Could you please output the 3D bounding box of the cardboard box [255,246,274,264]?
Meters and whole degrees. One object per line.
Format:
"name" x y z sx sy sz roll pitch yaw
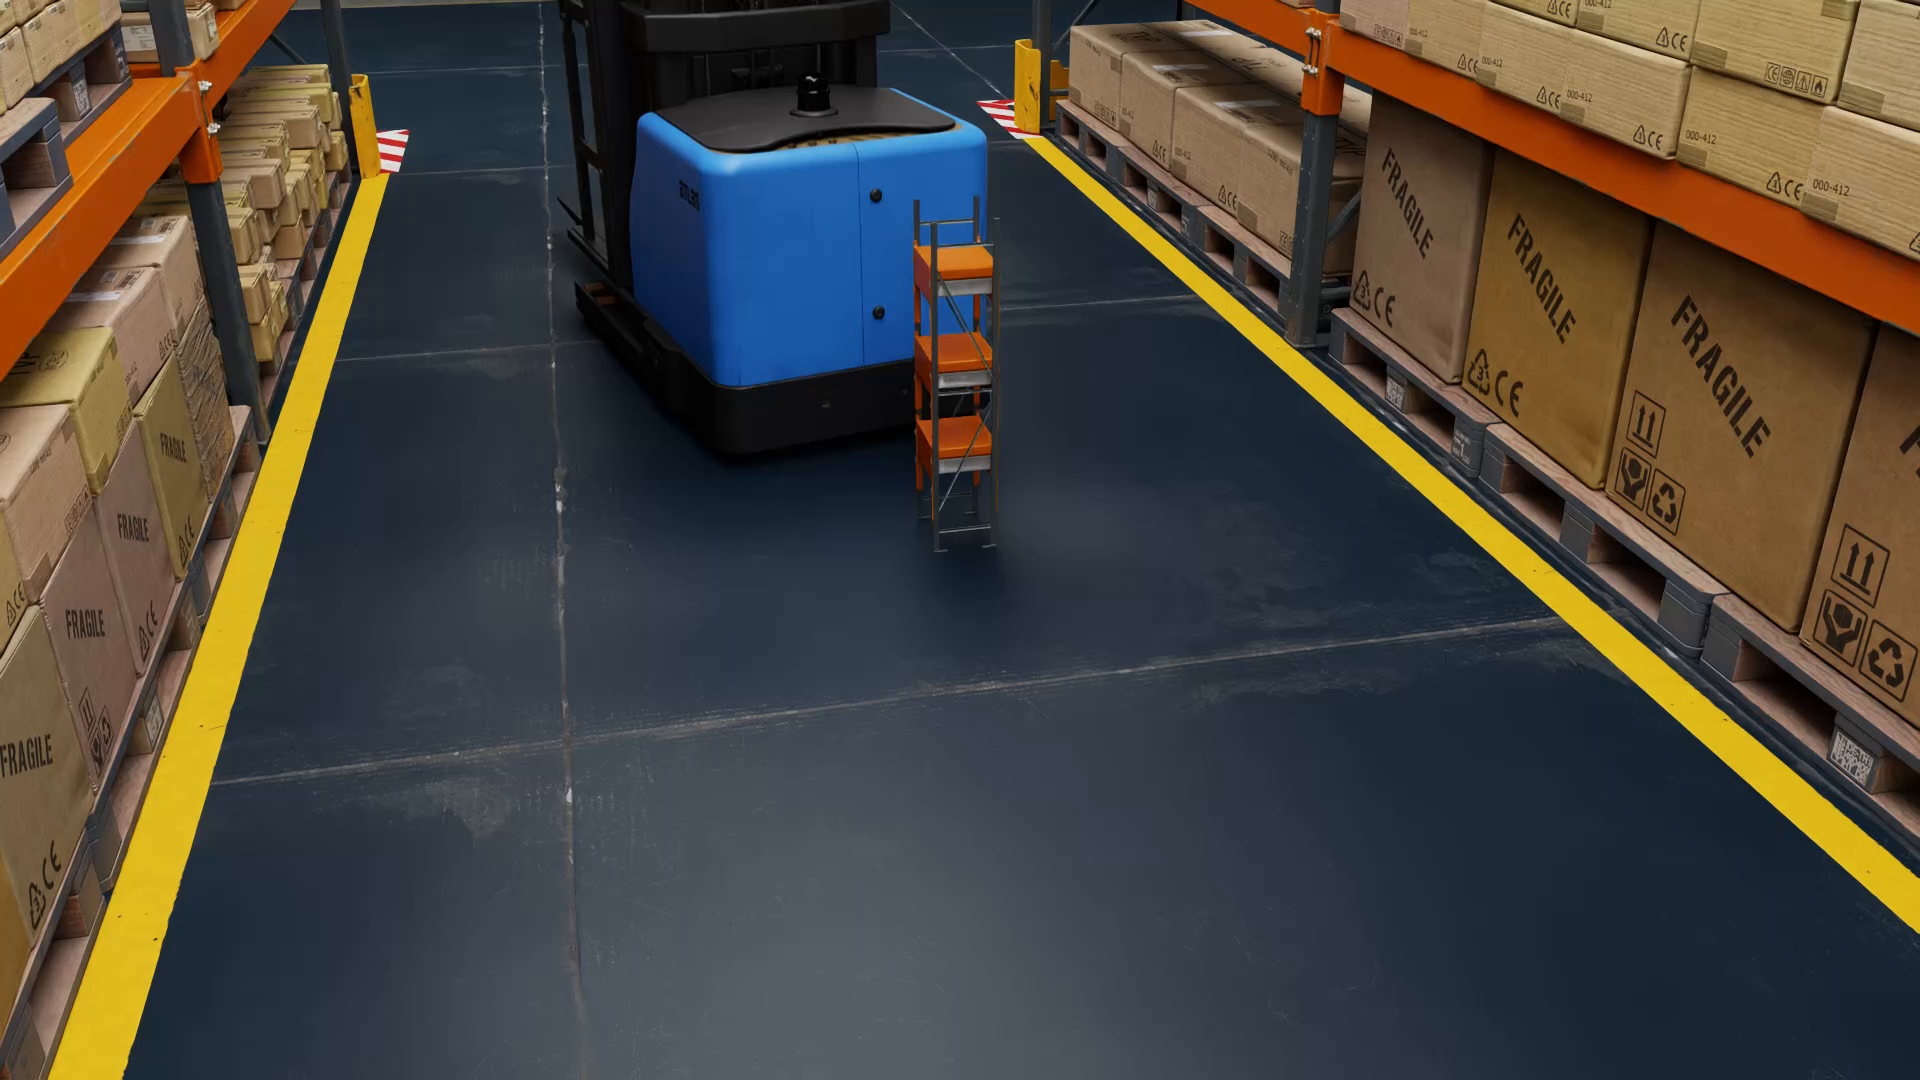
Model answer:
"cardboard box" -3.000 -1.077 6.753 0.380 0.149 0.250 -7 28 -13

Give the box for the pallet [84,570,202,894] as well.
"pallet" -2.504 0.480 4.064 1.003 0.211 1.213 -6 27 -12

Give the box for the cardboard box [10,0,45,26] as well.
"cardboard box" -2.497 -1.352 4.082 0.380 0.149 0.250 -7 28 -13

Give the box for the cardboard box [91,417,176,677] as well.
"cardboard box" -2.320 0.036 4.158 0.500 0.500 0.500 -7 28 -13

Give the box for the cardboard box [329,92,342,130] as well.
"cardboard box" -3.463 -2.244 8.734 0.380 0.149 0.250 -7 28 -13

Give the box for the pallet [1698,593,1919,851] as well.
"pallet" 2.638 0.457 4.110 1.003 0.211 1.213 -6 27 -12

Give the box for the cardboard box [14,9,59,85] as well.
"cardboard box" -2.507 -1.230 4.171 0.380 0.149 0.250 -7 28 -14

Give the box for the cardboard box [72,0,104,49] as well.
"cardboard box" -2.617 -1.450 4.606 0.380 0.149 0.250 -6 27 -11

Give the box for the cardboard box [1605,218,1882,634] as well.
"cardboard box" 2.471 -0.376 4.559 0.875 0.875 0.875 -6 27 -11

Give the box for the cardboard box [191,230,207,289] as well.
"cardboard box" -2.835 -0.995 5.931 0.380 0.149 0.250 -5 27 -9

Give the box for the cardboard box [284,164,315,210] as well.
"cardboard box" -3.086 -1.557 7.374 0.380 0.149 0.250 -6 27 -11

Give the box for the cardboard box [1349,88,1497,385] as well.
"cardboard box" 2.059 -1.165 6.121 0.875 0.875 0.875 -5 27 -10

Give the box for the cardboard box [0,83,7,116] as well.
"cardboard box" -2.380 -0.992 3.700 0.380 0.149 0.250 -5 27 -9

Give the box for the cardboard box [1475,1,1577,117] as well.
"cardboard box" 1.901 -1.449 4.959 0.500 0.250 0.500 -6 27 -12

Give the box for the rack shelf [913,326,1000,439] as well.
"rack shelf" -0.012 -0.483 5.065 0.215 0.259 0.240 -6 27 -12

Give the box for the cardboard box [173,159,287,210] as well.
"cardboard box" -3.003 -1.461 6.853 0.380 0.149 0.250 -5 27 -10

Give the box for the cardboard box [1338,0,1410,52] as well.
"cardboard box" 1.683 -1.903 5.858 0.500 0.250 0.500 -7 28 -13

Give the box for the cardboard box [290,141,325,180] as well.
"cardboard box" -3.215 -1.790 7.835 0.380 0.149 0.250 -6 27 -11

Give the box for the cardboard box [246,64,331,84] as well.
"cardboard box" -3.494 -2.373 8.659 0.380 0.149 0.250 -6 27 -11

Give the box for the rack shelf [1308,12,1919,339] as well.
"rack shelf" 2.292 -0.991 4.682 1.077 0.370 4.000 -6 27 -12

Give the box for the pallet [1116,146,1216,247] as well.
"pallet" 1.467 -1.823 8.628 1.003 0.211 1.213 -6 27 -12

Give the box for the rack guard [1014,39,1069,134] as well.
"rack guard" 0.934 -2.840 10.323 1.175 0.500 0.348 -6 27 -12

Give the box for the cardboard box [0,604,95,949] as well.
"cardboard box" -2.085 0.485 3.269 0.500 0.500 0.500 -6 27 -11

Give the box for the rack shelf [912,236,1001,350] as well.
"rack shelf" -0.012 -0.736 4.937 0.215 0.259 0.240 -6 27 -12

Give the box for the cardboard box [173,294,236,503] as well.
"cardboard box" -2.547 -0.415 5.051 0.500 0.500 0.500 -6 27 -13

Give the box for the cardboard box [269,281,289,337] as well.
"cardboard box" -2.788 -0.867 6.336 0.380 0.149 0.250 -5 27 -10

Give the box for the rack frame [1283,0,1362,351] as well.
"rack frame" 1.841 -2.190 6.260 1.000 3.000 0.127 -6 27 -12

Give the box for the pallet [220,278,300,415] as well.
"pallet" -3.145 -0.689 6.381 1.003 0.211 1.213 -6 27 -12

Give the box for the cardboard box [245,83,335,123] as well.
"cardboard box" -3.311 -2.156 8.229 0.380 0.149 0.250 -7 28 -13

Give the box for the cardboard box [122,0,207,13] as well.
"cardboard box" -2.825 -2.063 5.568 0.500 0.500 0.500 -6 27 -13

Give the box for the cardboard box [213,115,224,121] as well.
"cardboard box" -3.992 -2.190 8.628 0.380 0.149 0.250 -5 27 -9

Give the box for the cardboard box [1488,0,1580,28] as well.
"cardboard box" 1.898 -1.674 4.849 0.500 0.250 0.500 -6 27 -11

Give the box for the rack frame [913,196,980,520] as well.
"rack frame" -0.040 -0.546 5.166 0.200 1.050 0.008 -6 27 -12

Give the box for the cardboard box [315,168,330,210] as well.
"cardboard box" -3.219 -1.664 7.915 0.380 0.149 0.250 -7 28 -14

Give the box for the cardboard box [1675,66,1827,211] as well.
"cardboard box" 2.147 -1.008 4.084 0.500 0.250 0.500 -6 27 -12

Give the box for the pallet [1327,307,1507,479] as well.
"pallet" 2.088 -0.614 6.232 1.003 0.211 1.213 -6 27 -12

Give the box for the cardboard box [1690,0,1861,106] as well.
"cardboard box" 2.131 -1.224 3.958 0.500 0.250 0.500 -7 28 -13

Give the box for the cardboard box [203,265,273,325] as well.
"cardboard box" -2.729 -0.882 6.036 0.380 0.149 0.250 -5 27 -9

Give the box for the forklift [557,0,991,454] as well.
"forklift" -0.988 -2.239 6.433 1.130 2.935 3.031 -12 29 -23

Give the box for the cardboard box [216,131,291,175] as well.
"cardboard box" -3.162 -1.684 7.295 0.380 0.149 0.250 -6 27 -11

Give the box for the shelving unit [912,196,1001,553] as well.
"shelving unit" -0.012 -0.492 5.060 0.215 1.050 0.252 -6 27 -12

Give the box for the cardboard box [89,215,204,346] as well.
"cardboard box" -2.545 -0.748 4.879 0.500 0.250 0.500 -7 28 -13

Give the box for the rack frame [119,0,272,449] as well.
"rack frame" -2.959 -1.643 5.176 1.000 3.000 0.127 -6 27 -12

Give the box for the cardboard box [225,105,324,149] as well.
"cardboard box" -3.200 -1.923 7.769 0.380 0.149 0.250 -5 27 -10

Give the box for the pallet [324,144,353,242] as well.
"pallet" -3.695 -1.760 8.503 1.003 0.211 1.213 -6 27 -12

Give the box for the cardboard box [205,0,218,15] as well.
"cardboard box" -3.001 -2.026 6.213 0.380 0.149 0.250 -7 28 -14

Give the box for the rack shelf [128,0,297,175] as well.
"rack shelf" -3.410 -2.200 7.078 1.077 0.370 4.000 -6 27 -12

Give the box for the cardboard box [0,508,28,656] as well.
"cardboard box" -2.091 0.157 3.086 0.500 0.250 0.500 -6 27 -12

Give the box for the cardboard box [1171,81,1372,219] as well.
"cardboard box" 1.602 -1.913 8.089 0.875 0.438 0.875 -7 28 -13

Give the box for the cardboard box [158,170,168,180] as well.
"cardboard box" -3.608 -1.638 7.205 0.380 0.149 0.250 -6 27 -11

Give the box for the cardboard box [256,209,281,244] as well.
"cardboard box" -3.060 -1.329 6.922 0.380 0.149 0.250 -5 27 -9

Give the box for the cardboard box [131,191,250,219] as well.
"cardboard box" -2.944 -1.228 6.392 0.380 0.149 0.250 -6 27 -12

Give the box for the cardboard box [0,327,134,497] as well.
"cardboard box" -2.309 -0.290 3.972 0.500 0.250 0.500 -7 28 -14

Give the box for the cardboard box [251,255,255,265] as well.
"cardboard box" -2.963 -1.087 6.443 0.380 0.149 0.250 -6 27 -12

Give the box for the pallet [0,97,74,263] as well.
"pallet" -2.543 -0.666 3.454 1.003 0.211 1.213 -6 27 -12

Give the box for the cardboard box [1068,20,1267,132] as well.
"cardboard box" 1.186 -2.710 9.668 0.875 0.438 0.875 -7 28 -13

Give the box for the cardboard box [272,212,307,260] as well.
"cardboard box" -3.060 -1.316 7.225 0.380 0.149 0.250 -7 28 -13
